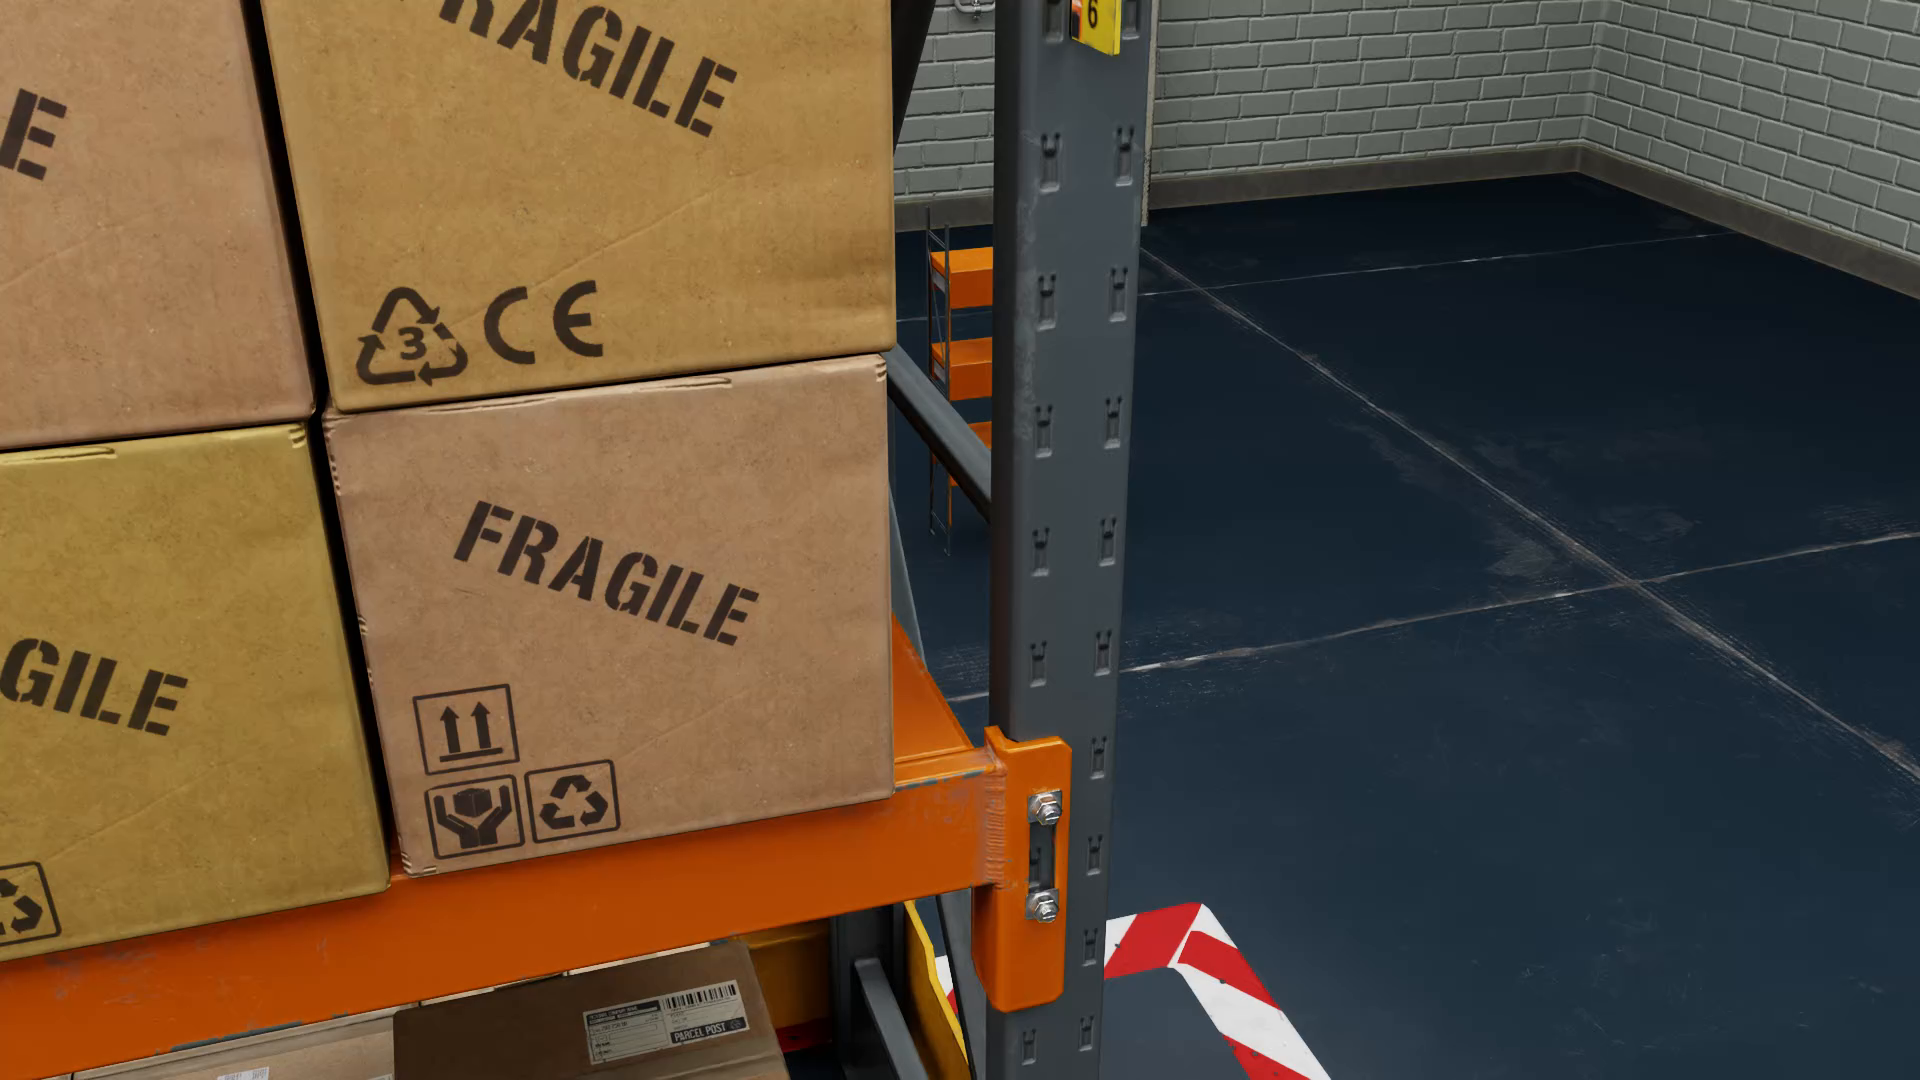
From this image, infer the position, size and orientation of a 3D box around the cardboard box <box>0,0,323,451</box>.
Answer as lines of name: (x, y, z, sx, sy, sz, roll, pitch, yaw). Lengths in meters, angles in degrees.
cardboard box: (-0.854, -0.399, 1.443, 0.500, 0.500, 0.500, -7, 27, -15)

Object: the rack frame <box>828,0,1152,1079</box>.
rack frame: (-0.036, -0.154, 2.186, 0.127, 3.000, 1.000, -8, 28, -16)

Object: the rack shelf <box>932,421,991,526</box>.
rack shelf: (0.051, -0.219, 5.160, 0.240, 0.259, 0.215, -8, 28, -16)

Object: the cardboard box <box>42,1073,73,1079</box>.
cardboard box: (-1.591, 0.973, 2.513, 0.500, 0.250, 0.500, -8, 28, -16)

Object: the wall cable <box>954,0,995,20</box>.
wall cable: (-0.648, -3.279, 7.339, 1.851, 1.984, 0.084, -8, 28, -16)

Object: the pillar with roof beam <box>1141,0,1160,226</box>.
pillar with roof beam: (2.059, -3.852, 2.889, 0.400, 9.000, 9.100, -8, 28, -16)

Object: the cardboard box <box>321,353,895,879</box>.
cardboard box: (-0.377, -0.022, 1.808, 0.500, 0.500, 0.500, -7, 27, -15)

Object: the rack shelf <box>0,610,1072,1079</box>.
rack shelf: (-1.937, 0.444, 1.791, 4.000, 0.370, 1.077, -8, 28, -16)

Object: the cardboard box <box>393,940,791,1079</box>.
cardboard box: (-0.476, 0.948, 2.284, 0.500, 0.500, 0.500, -8, 28, -16)

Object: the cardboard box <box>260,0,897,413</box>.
cardboard box: (-0.374, -0.469, 1.584, 0.500, 0.500, 0.500, -8, 28, -17)

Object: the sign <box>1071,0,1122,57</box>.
sign: (0.117, -0.576, 1.380, 0.005, 0.325, 0.100, -8, 28, -16)

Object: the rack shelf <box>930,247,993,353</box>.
rack shelf: (0.051, -0.722, 4.910, 0.240, 0.259, 0.215, -8, 28, -16)

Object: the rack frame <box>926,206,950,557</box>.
rack frame: (-0.065, -0.461, 4.998, 0.008, 1.050, 0.200, -8, 28, -16)

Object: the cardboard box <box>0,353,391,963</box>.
cardboard box: (-0.869, 0.051, 1.661, 0.500, 0.500, 0.500, -8, 28, -16)

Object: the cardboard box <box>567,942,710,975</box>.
cardboard box: (-0.540, 0.839, 2.899, 0.250, 0.149, 0.380, -8, 28, -16)

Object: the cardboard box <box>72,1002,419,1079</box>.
cardboard box: (-1.116, 0.905, 2.652, 0.500, 0.250, 0.500, -8, 28, -16)

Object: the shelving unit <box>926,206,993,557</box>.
shelving unit: (0.051, -0.478, 5.031, 0.252, 1.050, 0.215, -8, 28, -16)

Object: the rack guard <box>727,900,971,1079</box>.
rack guard: (-0.108, 0.976, 2.721, 0.348, 0.500, 1.175, -8, 28, -16)

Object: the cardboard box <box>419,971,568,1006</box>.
cardboard box: (-0.778, 0.865, 2.826, 0.250, 0.166, 0.380, -8, 28, -16)

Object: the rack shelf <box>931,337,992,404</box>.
rack shelf: (0.051, -0.468, 5.036, 0.240, 0.259, 0.215, -8, 28, -16)
